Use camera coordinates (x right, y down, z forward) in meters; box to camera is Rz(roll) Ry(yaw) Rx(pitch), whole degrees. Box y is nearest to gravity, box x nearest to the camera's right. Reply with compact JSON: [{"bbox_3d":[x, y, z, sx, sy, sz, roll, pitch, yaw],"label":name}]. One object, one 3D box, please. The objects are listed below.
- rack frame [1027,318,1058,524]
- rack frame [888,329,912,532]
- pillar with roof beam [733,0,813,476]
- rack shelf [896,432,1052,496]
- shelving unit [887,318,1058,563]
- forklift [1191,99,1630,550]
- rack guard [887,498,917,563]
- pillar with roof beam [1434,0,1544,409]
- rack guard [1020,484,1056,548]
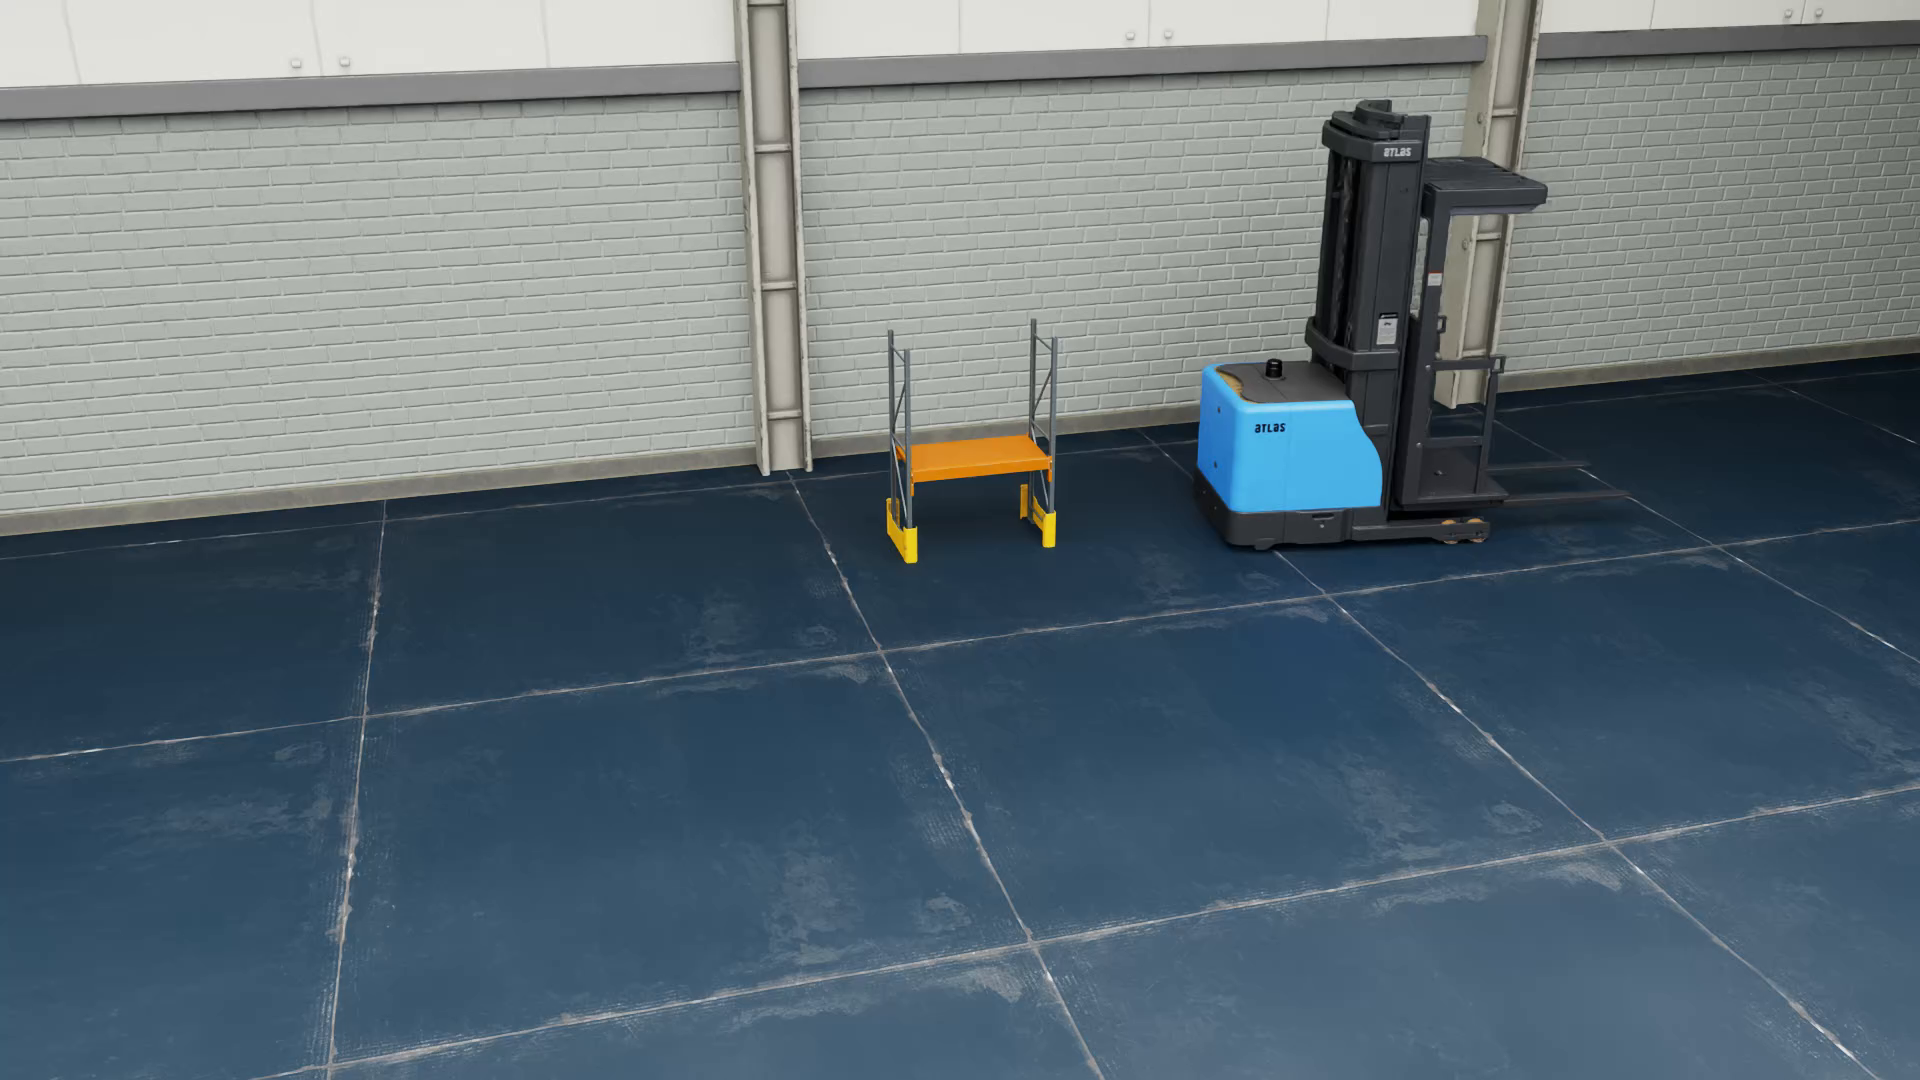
[{"bbox_3d":[0.572,-0.752,11.602,0.032,1.500,0.500,-6,24,-14],"label":"rack frame"},{"bbox_3d":[-0.407,-0.644,11.349,0.032,1.500,0.500,-6,24,-14],"label":"rack frame"},{"bbox_3d":[-0.219,-3.079,7.514,0.400,9.000,9.100,-6,24,-14],"label":"pillar with roof beam"},{"bbox_3d":[0.082,-0.533,11.546,1.000,0.185,0.538,-6,24,-14],"label":"rack shelf"},{"bbox_3d":[0.073,-0.697,11.473,1.083,1.500,0.587,-6,24,-14],"label":"shelving unit"},{"bbox_3d":[3.272,-1.521,11.578,3.031,2.935,1.130,-3,23,-7],"label":"forklift"},{"bbox_3d":[-0.406,-0.070,11.596,0.087,0.250,0.587,-6,24,-14],"label":"rack guard"},{"bbox_3d":[5.558,-3.718,9.003,0.400,9.000,9.100,-6,24,-14],"label":"pillar with roof beam"},{"bbox_3d":[0.553,-0.176,11.843,0.087,0.250,0.587,-6,24,-14],"label":"rack guard"}]
